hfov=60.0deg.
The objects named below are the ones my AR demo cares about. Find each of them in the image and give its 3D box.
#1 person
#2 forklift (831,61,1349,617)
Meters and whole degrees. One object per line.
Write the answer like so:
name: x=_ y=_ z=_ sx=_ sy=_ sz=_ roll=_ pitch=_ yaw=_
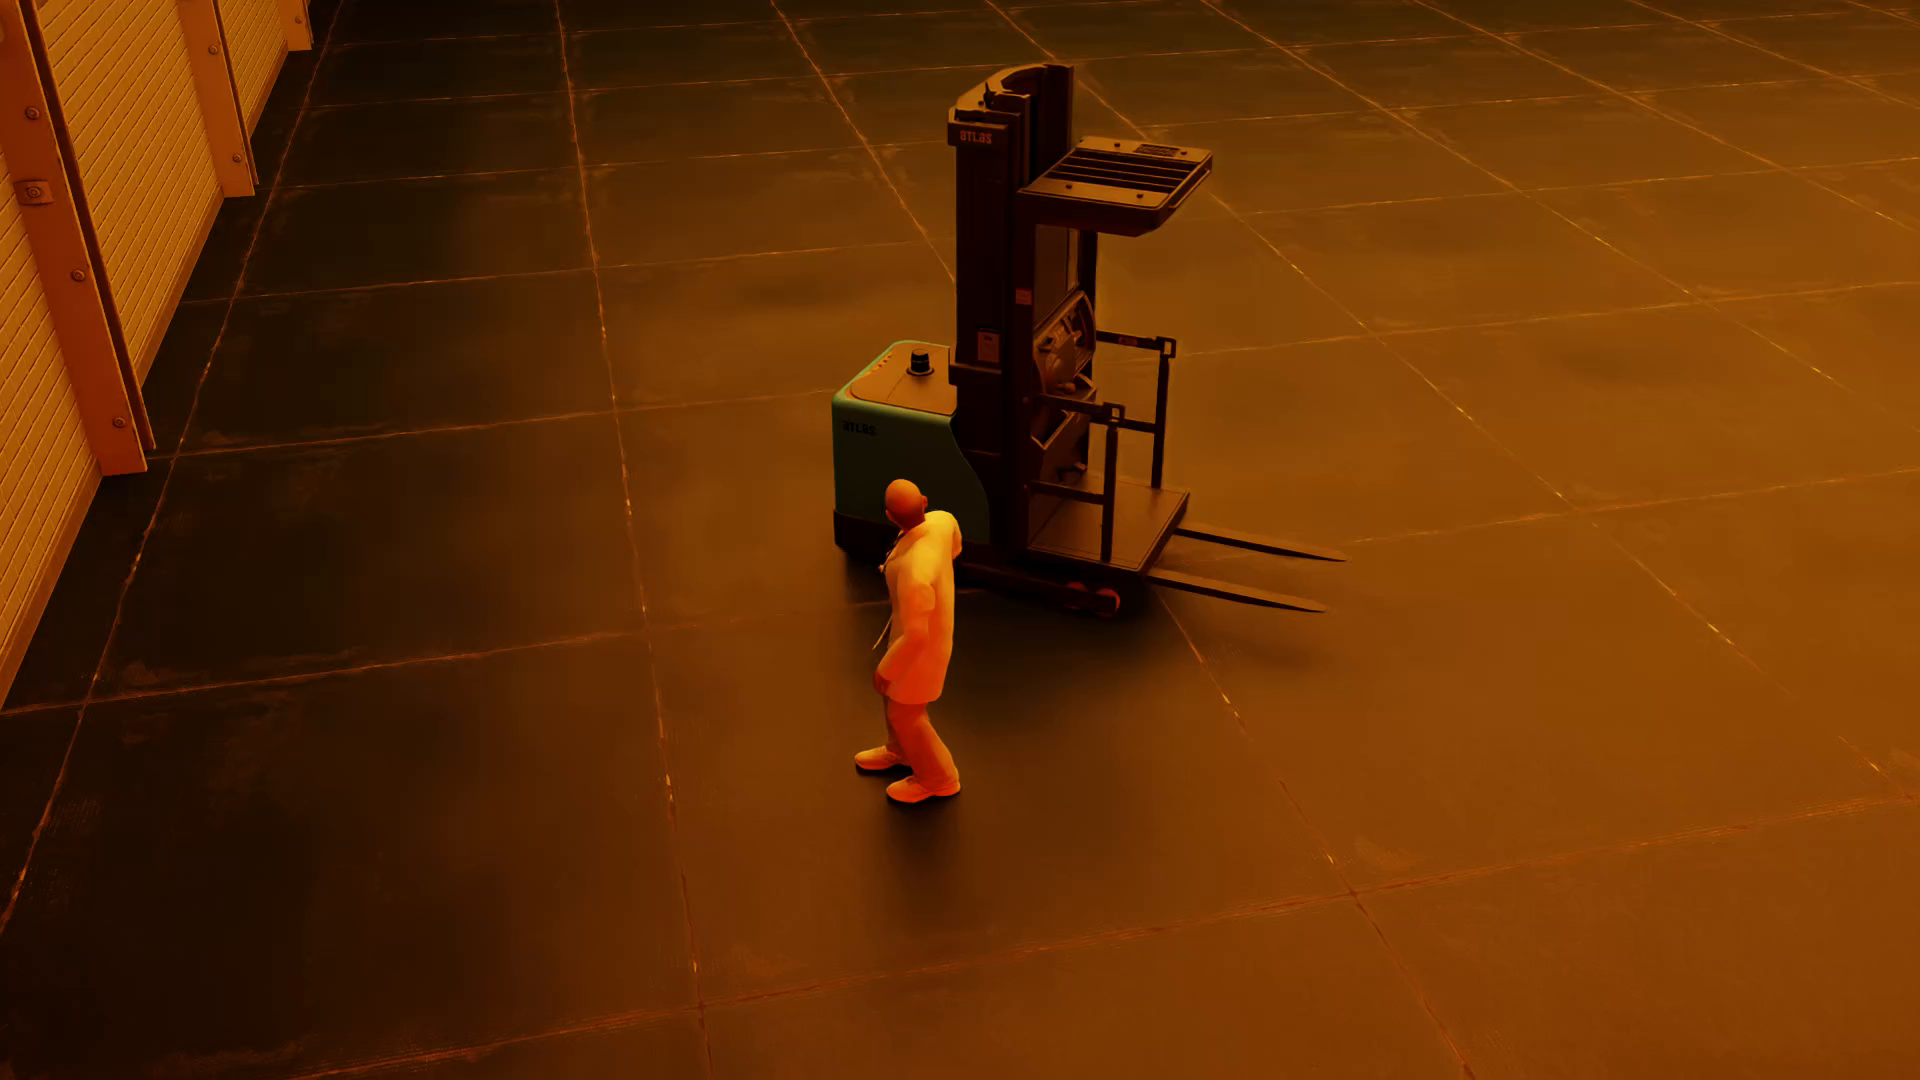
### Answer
person: x=-0.274 y=0.485 z=7.921 sx=0.554 sy=1.752 sz=0.794 roll=2 pitch=30 yaw=3
forklift: x=0.787 y=-1.119 z=9.508 sx=3.031 sy=2.935 sz=1.130 roll=12 pitch=32 yaw=20
